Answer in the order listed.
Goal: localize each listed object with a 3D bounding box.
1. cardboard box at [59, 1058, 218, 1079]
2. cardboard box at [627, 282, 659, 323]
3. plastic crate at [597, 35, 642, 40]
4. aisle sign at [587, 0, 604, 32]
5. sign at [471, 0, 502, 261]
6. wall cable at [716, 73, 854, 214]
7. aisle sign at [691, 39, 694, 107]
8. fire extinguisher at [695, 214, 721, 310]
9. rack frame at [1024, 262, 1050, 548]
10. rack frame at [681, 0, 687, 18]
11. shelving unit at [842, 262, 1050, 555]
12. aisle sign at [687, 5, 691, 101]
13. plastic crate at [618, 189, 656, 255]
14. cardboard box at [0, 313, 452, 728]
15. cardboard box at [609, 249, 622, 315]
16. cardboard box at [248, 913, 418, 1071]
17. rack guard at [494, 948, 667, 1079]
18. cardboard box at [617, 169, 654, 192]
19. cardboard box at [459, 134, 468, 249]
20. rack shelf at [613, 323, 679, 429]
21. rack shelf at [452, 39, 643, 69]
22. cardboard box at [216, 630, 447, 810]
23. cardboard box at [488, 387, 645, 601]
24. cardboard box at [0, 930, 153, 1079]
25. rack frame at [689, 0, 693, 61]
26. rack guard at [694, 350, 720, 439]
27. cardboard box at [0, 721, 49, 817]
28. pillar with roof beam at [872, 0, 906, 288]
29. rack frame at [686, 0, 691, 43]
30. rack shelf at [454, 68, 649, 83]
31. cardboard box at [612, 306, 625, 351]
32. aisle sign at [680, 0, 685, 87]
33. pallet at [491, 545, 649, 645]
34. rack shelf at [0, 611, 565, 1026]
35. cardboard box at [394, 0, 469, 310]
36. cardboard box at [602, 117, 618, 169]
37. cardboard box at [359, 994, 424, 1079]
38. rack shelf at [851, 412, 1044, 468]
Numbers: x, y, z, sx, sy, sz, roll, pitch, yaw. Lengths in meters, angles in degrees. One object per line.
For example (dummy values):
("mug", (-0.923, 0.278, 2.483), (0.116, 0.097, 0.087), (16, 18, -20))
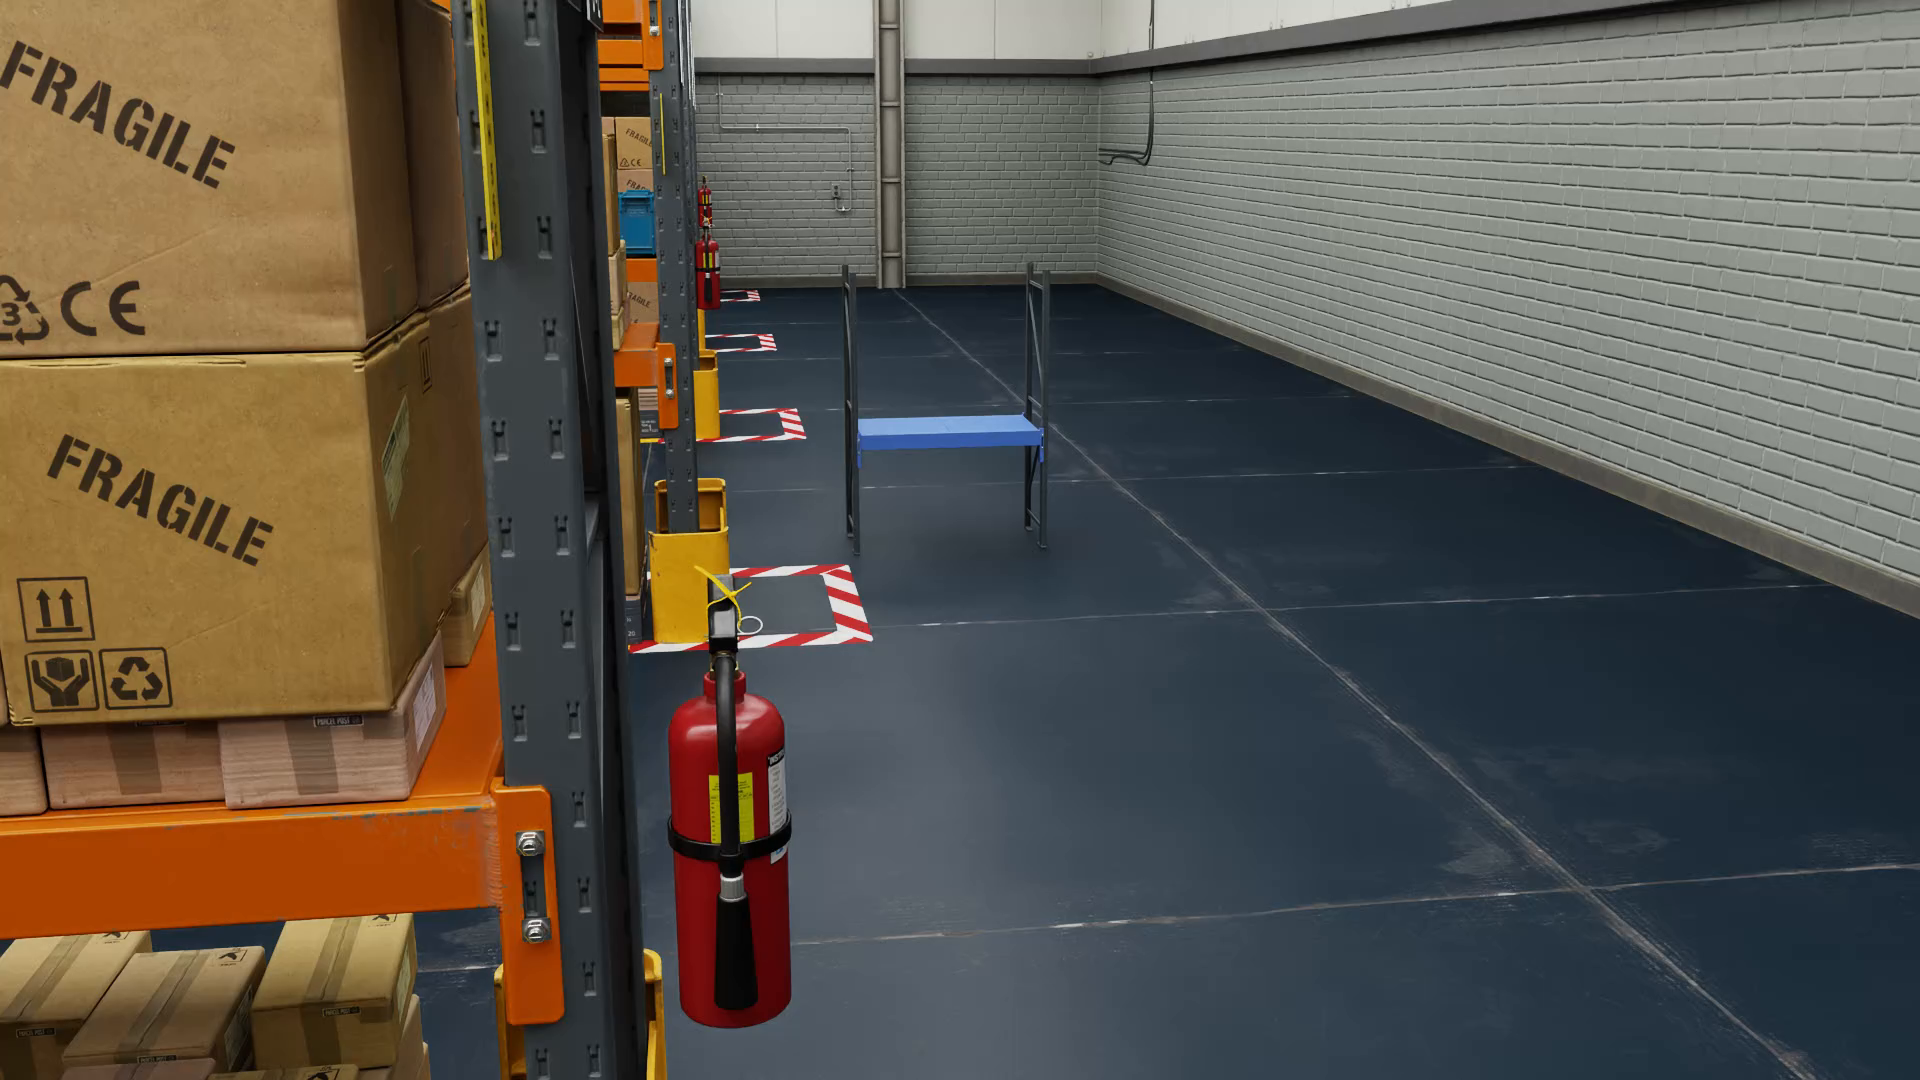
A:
("cardboard box", (-1.403, 1.026, 2.737), (0.250, 0.149, 0.380), (-2, 14, -7))
("cardboard box", (-3.272, -2.441, 17.025), (0.500, 0.500, 0.500), (-2, 14, -8))
("plastic crate", (-2.459, -3.772, 12.200), (0.590, 0.269, 0.497), (-2, 14, -8))
("aisle sign", (-0.633, -1.275, 2.797), (0.004, 0.787, 0.394), (-2, 14, -8))
("sign", (-0.597, -0.520, 2.100), (0.005, 0.325, 0.100), (-2, 14, -8))
("wall cable", (-2.388, -5.478, 22.808), (1.851, 1.984, 0.084), (-2, 14, -8))
("aisle sign", (-2.748, -4.853, 17.064), (0.004, 0.787, 0.394), (-2, 14, -8))
("fire extinguisher", (-1.820, -2.006, 11.978), (0.183, 0.674, 0.296), (-2, 14, -8))
("rack frame", (0.418, -0.743, 9.101), (0.032, 1.500, 0.500), (-2, 14, -8))
("rack frame", (-2.037, -5.238, 11.608), (0.127, 3.000, 1.000), (-2, 14, -8))
("shelving unit", (-0.084, -0.724, 9.027), (1.048, 1.500, 0.538), (-2, 14, -8))
("aisle sign", (-2.010, -3.663, 12.316), (0.004, 0.787, 0.394), (-2, 14, -8))
("plastic crate", (-2.340, -2.317, 12.098), (0.499, 0.435, 0.616), (-2, 14, -8))
("cardboard box", (-1.066, -0.054, 2.455), (0.500, 0.500, 0.500), (-2, 14, -7))
("cardboard box", (-1.739, -1.127, 7.244), (0.500, 0.250, 0.500), (-2, 14, -9))
("cardboard box", (-1.229, 0.888, 3.288), (0.250, 0.149, 0.380), (-3, 14, -11))
("rack guard", (-0.735, 1.276, 3.108), (0.348, 0.500, 1.175), (-2, 14, -8))
("cardboard box", (-3.174, -3.486, 16.751), (0.500, 0.500, 0.500), (-2, 14, -7))
("cardboard box", (-2.309, -1.601, 7.595), (0.500, 0.500, 0.500), (-2, 14, -10))
("rack shelf", (-3.277, -0.715, 7.385), (4.000, 0.370, 1.077), (-2, 14, -8))
("rack shelf", (-4.015, -3.361, 11.771), (4.000, 0.370, 1.077), (-2, 14, -8))
("cardboard box", (-0.941, 0.262, 2.527), (0.250, 0.149, 0.380), (-2, 14, -8))
("cardboard box", (-1.920, -0.267, 7.625), (0.875, 0.875, 0.875), (-2, 14, -8))
("cardboard box", (-1.752, 0.905, 3.220), (0.250, 0.149, 0.380), (-2, 14, -8))
("rack frame", (-3.513, -7.621, 21.110), (0.127, 3.000, 1.000), (-2, 14, -8))
("rack guard", (-2.015, -1.119, 12.657), (0.348, 0.500, 1.175), (-2, 14, -8))
("cardboard box", (-1.438, 0.275, 2.477), (0.250, 0.149, 0.380), (-2, 14, -9))
("pillar with roof beam", (-0.331, -6.891, 18.201), (0.400, 9.000, 9.100), (-2, 14, -8))
("rack frame", (-2.771, -6.429, 16.359), (0.127, 3.000, 1.000), (-2, 14, -8))
("rack shelf", (-4.749, -4.553, 16.523), (4.000, 0.370, 1.077), (-2, 14, -8))
("cardboard box", (-1.602, -0.922, 7.250), (0.250, 0.149, 0.380), (-2, 14, -7))
("aisle sign", (-1.273, -2.472, 7.569), (0.004, 0.787, 0.394), (-2, 14, -8))
("pallet", (-2.078, 0.264, 7.735), (1.213, 0.211, 1.003), (-2, 14, -8))
("rack shelf", (-2.638, 0.482, 2.613), (4.000, 0.370, 1.077), (-2, 14, -8))
("cardboard box", (-1.144, -0.665, 2.835), (0.500, 0.500, 0.500), (-2, 14, -9))
("cardboard box", (-3.670, -3.952, 16.553), (0.500, 0.500, 0.500), (-2, 14, -7))
("cardboard box", (-1.217, 1.052, 3.245), (0.250, 0.149, 0.380), (-1, 14, -6))
("rack shelf", (-0.084, -0.550, 9.071), (1.000, 0.185, 0.538), (-2, 14, -8))
